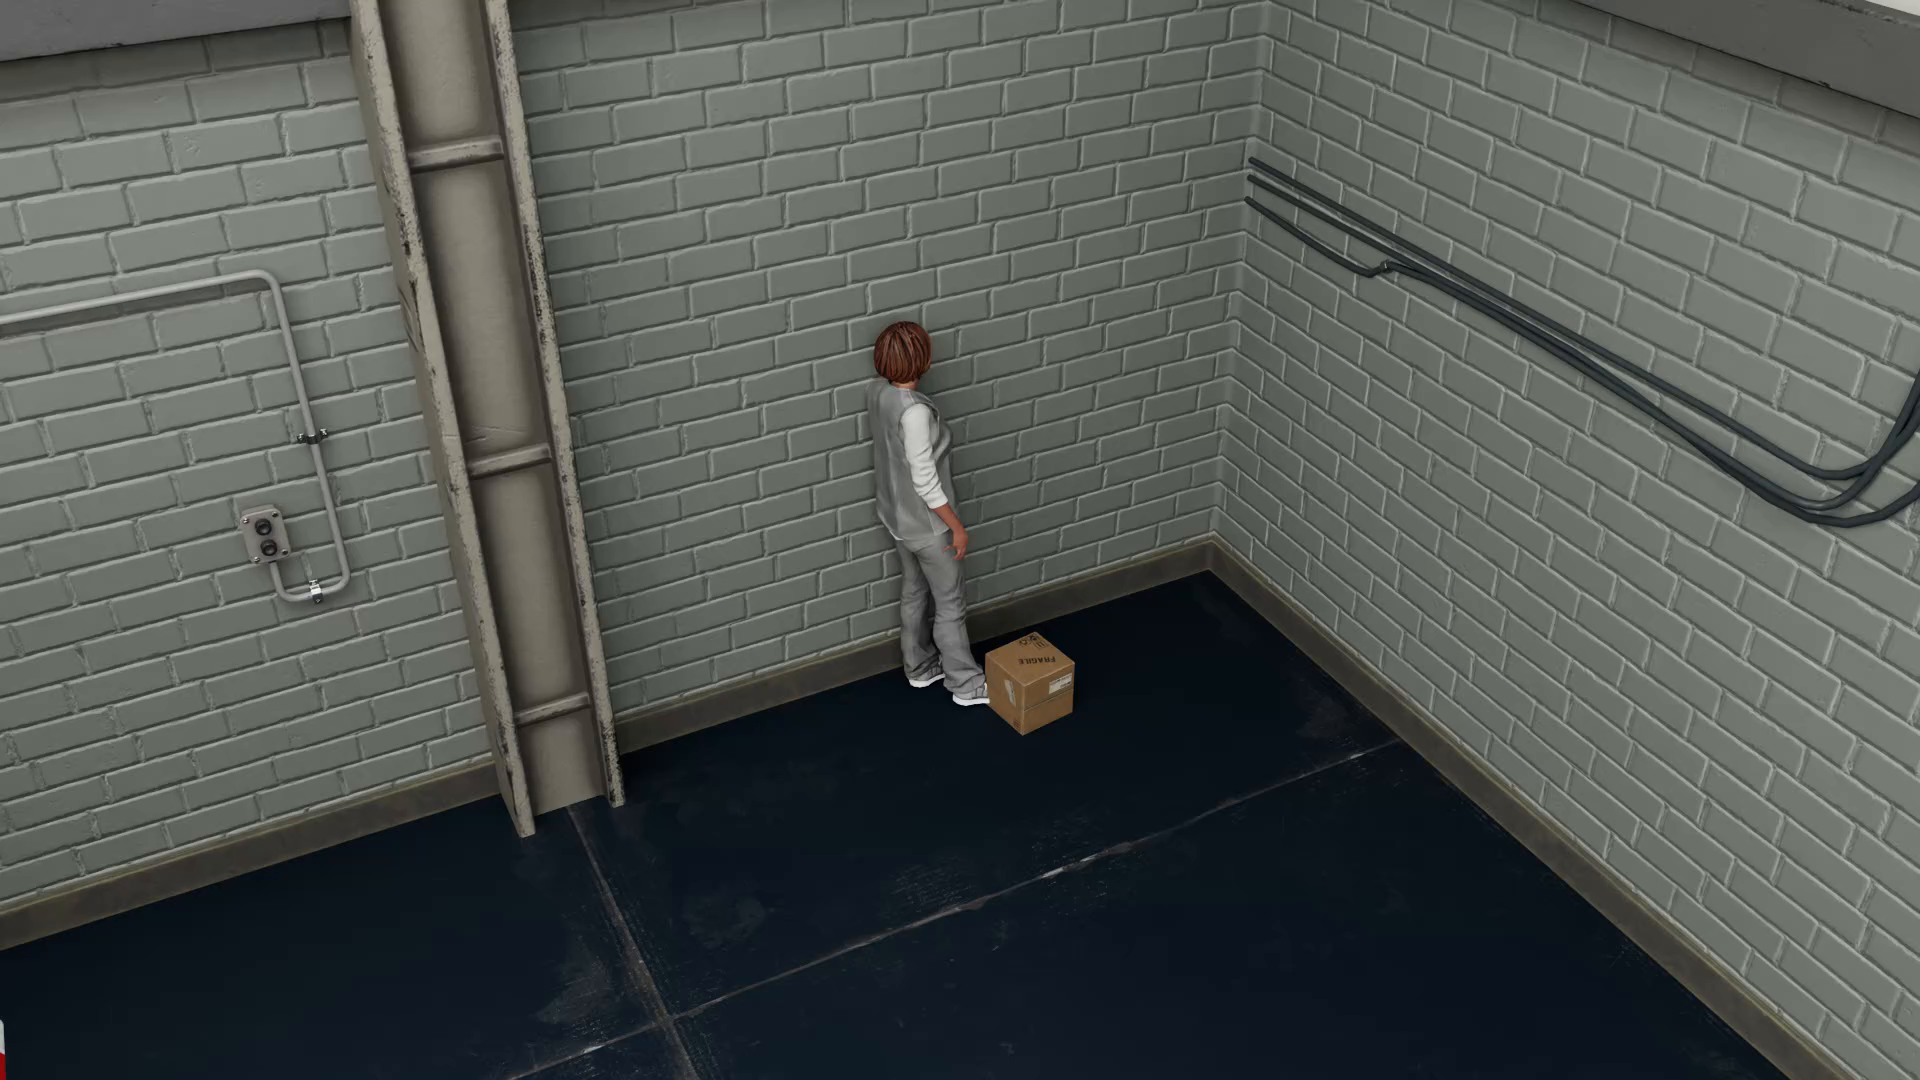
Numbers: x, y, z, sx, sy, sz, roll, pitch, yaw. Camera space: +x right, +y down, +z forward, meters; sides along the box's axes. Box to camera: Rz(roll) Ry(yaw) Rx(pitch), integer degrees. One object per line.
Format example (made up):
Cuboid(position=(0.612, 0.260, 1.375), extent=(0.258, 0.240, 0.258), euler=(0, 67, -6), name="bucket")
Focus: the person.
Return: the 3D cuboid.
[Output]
Cuboid(position=(-0.080, -0.103, 6.288), extent=(0.474, 1.597, 0.521), euler=(-16, 37, -23), name="person")
